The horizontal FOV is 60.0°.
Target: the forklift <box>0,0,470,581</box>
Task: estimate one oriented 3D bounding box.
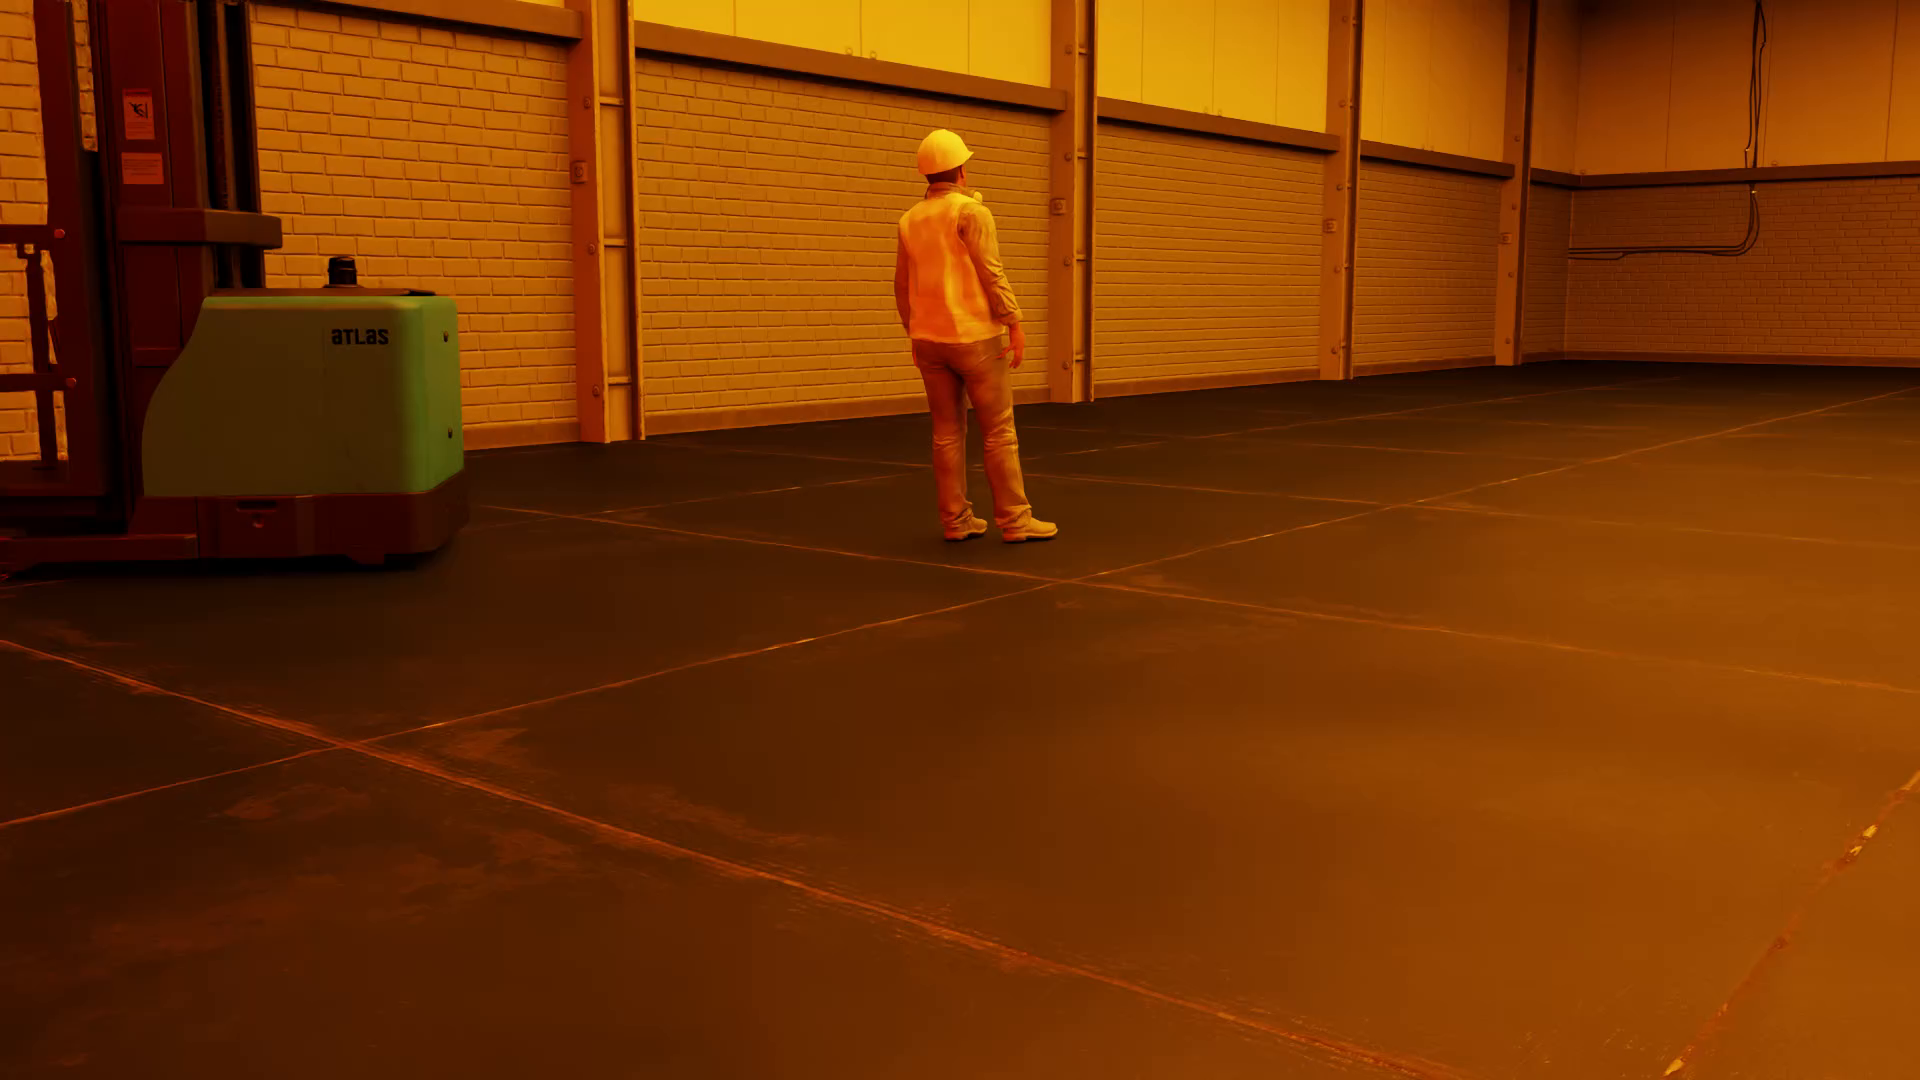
[{"bbox_3d":[-3.650,-1.372,6.659,3.031,2.935,1.130,-1,8,-8],"label":"forklift"}]

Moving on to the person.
[{"bbox_3d":[0.045,-0.891,7.318,0.632,1.773,0.568,7,11,38],"label":"person"}]
